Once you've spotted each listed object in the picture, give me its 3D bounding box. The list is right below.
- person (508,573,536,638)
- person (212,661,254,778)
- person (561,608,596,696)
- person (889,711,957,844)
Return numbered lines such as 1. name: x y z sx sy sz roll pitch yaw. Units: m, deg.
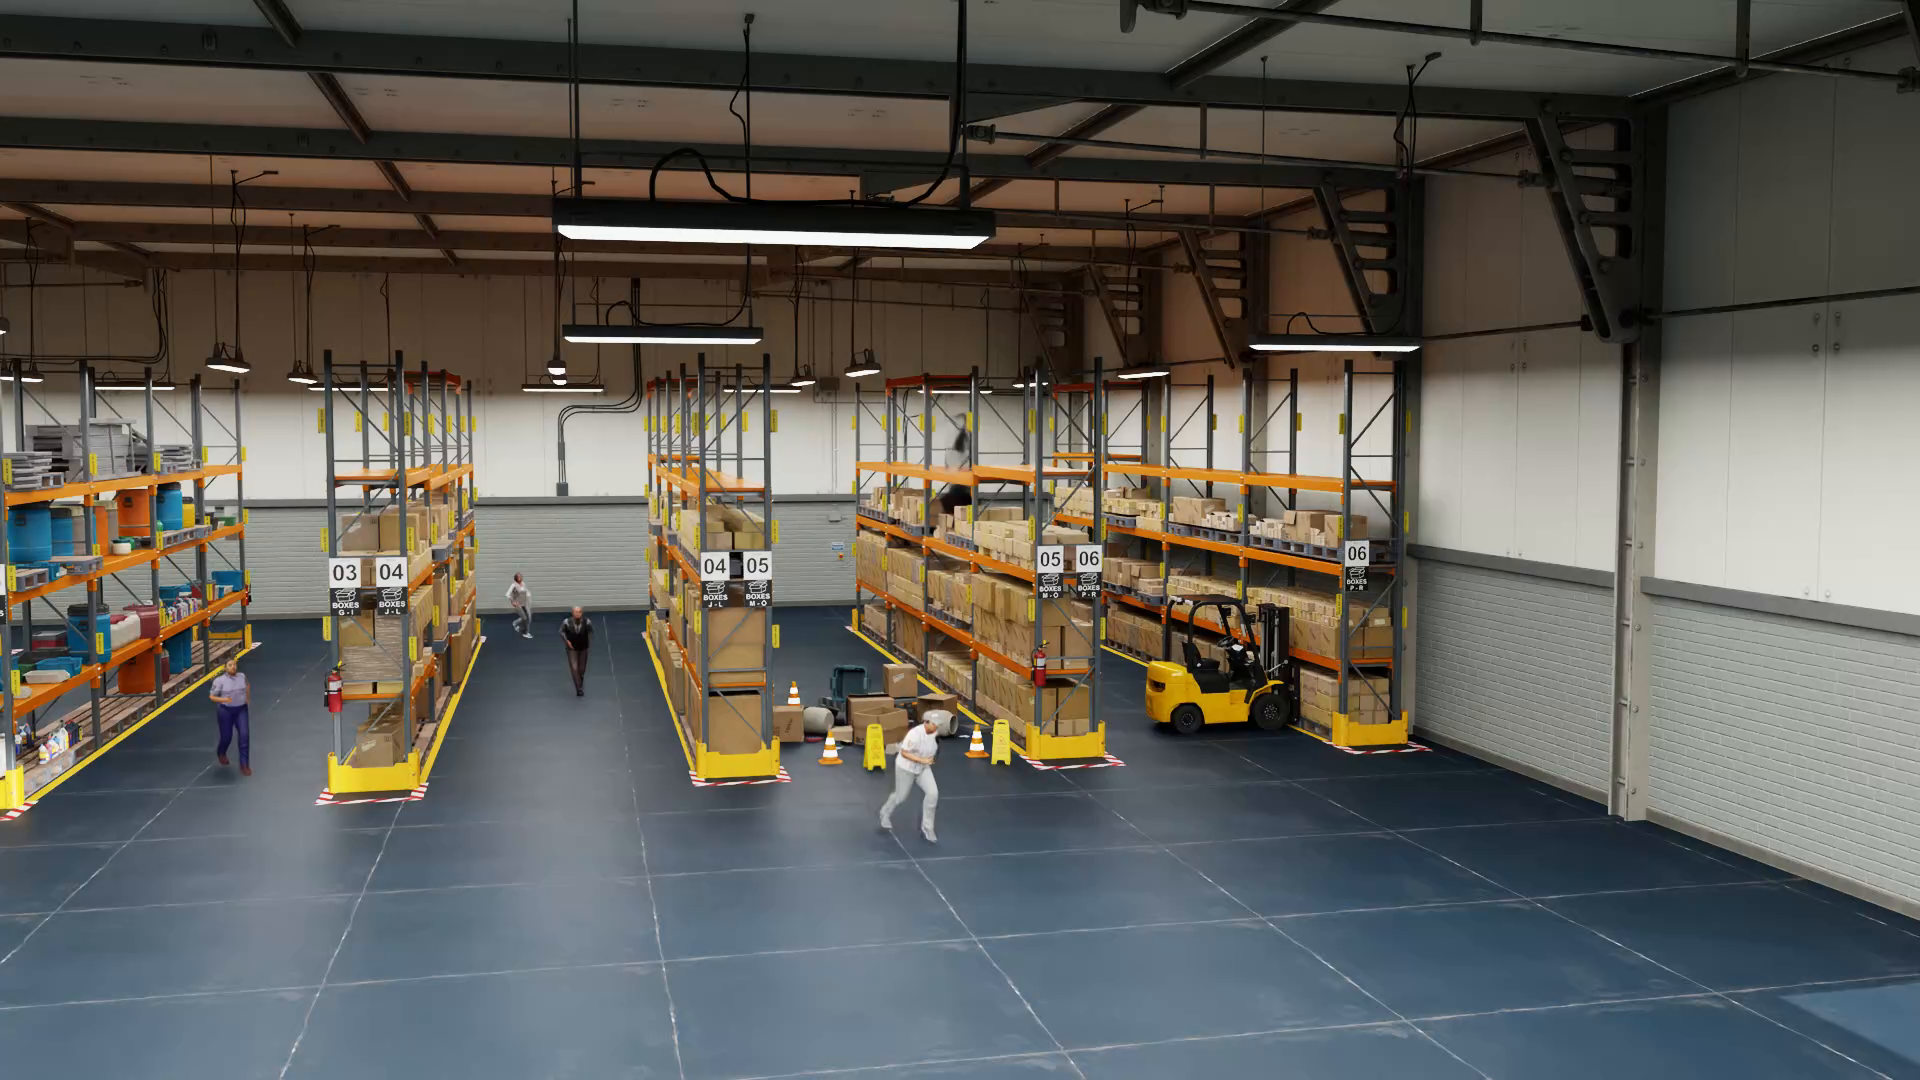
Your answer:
1. person: -10.188 1.534 38.868 0.486 1.545 0.633 3 5 40
2. person: -10.376 2.559 23.799 0.607 1.627 0.823 -3 5 -41
3. person: -7.004 2.057 30.572 0.633 1.652 0.705 -1 4 -14
4. person: -0.441 2.835 20.128 0.996 1.627 0.625 3 5 36
